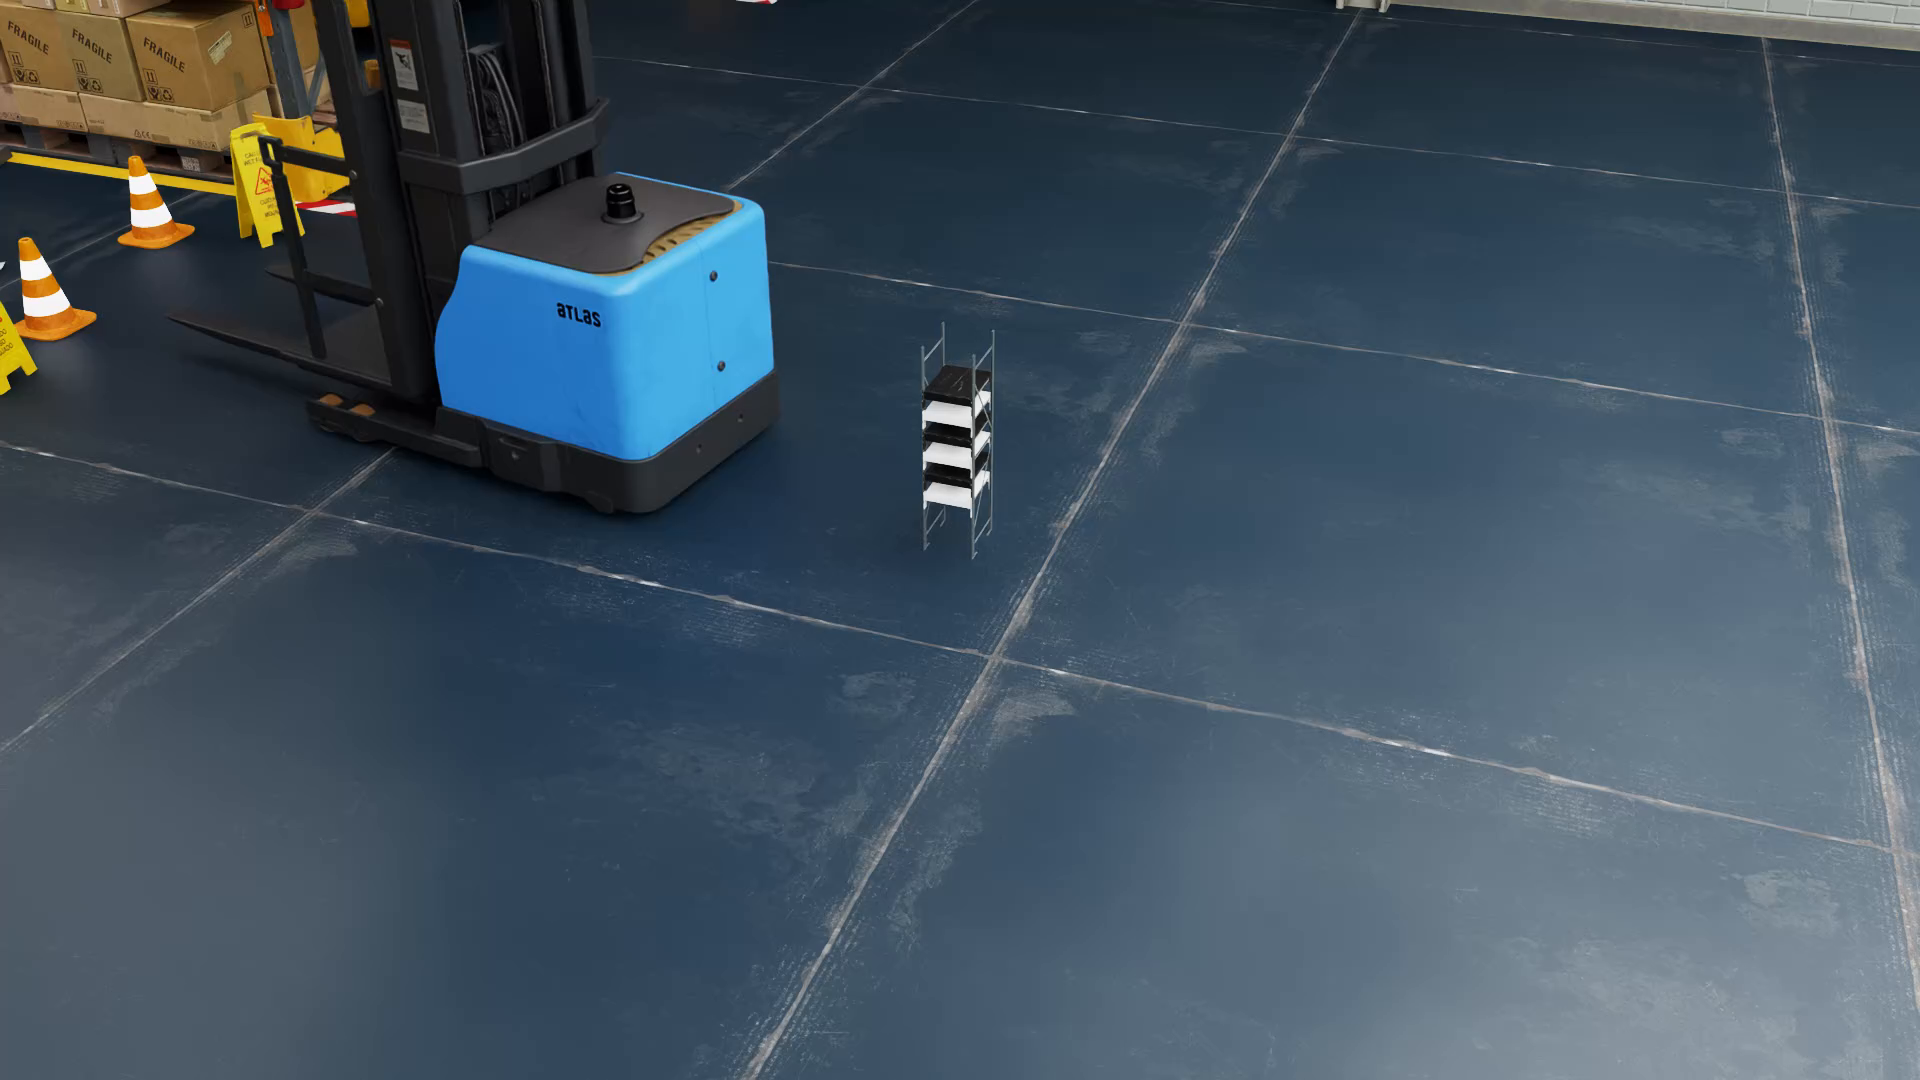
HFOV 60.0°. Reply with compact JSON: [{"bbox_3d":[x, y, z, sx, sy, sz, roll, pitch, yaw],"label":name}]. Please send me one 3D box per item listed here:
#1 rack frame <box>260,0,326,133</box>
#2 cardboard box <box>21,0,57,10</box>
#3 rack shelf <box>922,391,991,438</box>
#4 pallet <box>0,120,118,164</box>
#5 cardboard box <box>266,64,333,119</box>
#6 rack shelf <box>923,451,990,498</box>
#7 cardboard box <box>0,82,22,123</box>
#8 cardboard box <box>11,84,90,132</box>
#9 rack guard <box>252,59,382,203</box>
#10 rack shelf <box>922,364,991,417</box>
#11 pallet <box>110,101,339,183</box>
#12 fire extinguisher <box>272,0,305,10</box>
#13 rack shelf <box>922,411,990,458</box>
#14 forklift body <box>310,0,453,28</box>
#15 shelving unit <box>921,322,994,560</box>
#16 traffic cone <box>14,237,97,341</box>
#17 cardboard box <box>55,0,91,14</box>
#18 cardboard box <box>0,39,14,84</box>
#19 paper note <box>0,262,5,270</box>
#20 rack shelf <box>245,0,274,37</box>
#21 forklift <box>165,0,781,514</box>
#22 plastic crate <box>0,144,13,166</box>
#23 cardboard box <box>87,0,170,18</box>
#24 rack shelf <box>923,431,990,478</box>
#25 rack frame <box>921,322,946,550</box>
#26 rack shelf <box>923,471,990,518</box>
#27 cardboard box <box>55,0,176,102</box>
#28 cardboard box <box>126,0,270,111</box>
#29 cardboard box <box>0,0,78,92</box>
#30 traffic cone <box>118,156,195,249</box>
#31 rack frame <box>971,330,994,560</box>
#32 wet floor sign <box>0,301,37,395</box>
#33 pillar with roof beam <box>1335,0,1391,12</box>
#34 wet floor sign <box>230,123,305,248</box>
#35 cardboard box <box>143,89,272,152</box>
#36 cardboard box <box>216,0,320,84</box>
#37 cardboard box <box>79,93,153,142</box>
[{"bbox_3d":[-3.707,-3.561,9.501,0.127,3.000,1.000,11,34,16],"label":"rack frame"},{"bbox_3d":[-5.400,-3.313,9.975,0.250,0.149,0.380,12,35,19],"label":"cardboard box"},{"bbox_3d":[-0.008,-0.503,6.429,0.200,0.077,0.258,11,34,16],"label":"rack shelf"},{"bbox_3d":[-5.676,-2.795,10.884,1.213,0.211,1.003,11,34,16],"label":"pallet"},{"bbox_3d":[-4.373,-2.871,10.580,0.500,0.250,0.500,11,34,16],"label":"cardboard box"},{"bbox_3d":[-0.008,-0.276,6.575,0.200,0.077,0.258,11,34,16],"label":"rack shelf"},{"bbox_3d":[-6.002,-2.881,10.595,0.500,0.250,0.500,11,34,16],"label":"cardboard box"},{"bbox_3d":[-5.538,-2.785,10.446,0.500,0.250,0.500,10,34,15],"label":"cardboard box"},{"bbox_3d":[-3.779,-2.525,10.200,0.348,0.500,1.175,11,34,16],"label":"rack guard"},{"bbox_3d":[-0.008,-0.578,6.380,0.200,0.077,0.258,11,34,16],"label":"rack shelf"},{"bbox_3d":[-4.531,-2.571,10.537,1.213,0.211,1.003,11,34,16],"label":"pallet"},{"bbox_3d":[-3.755,-3.273,9.125,0.183,0.674,0.296,11,34,16],"label":"fire extinguisher"},{"bbox_3d":[-0.008,-0.427,6.477,0.200,0.077,0.258,11,34,16],"label":"rack shelf"},{"bbox_3d":[-4.436,-5.155,12.752,1.214,2.155,2.313,11,34,16],"label":"forklift body"},{"bbox_3d":[-0.008,-0.380,6.508,0.210,0.900,0.258,11,34,16],"label":"shelving unit"},{"bbox_3d":[-4.601,-1.287,8.316,0.334,0.463,0.336,11,34,16],"label":"traffic cone"},{"bbox_3d":[-5.153,-3.264,9.899,0.250,0.149,0.380,12,35,17],"label":"cardboard box"},{"bbox_3d":[-6.013,-3.196,10.391,0.500,0.500,0.500,13,35,19],"label":"cardboard box"},{"bbox_3d":[-5.268,-1.471,9.000,0.142,0.019,0.148,0,33,0],"label":"paper note"},{"bbox_3d":[-5.590,-3.625,10.263,4.000,0.370,1.077,11,34,16],"label":"rack shelf"},{"bbox_3d":[-2.351,-1.901,6.993,3.031,2.935,1.130,16,36,24],"label":"forklift"},{"bbox_3d":[-6.271,-2.361,10.333,0.583,0.080,0.402,0,33,0],"label":"plastic crate"},{"bbox_3d":[-4.917,-3.217,9.825,0.250,0.149,0.380,12,35,18],"label":"cardboard box"},{"bbox_3d":[-0.008,-0.352,6.526,0.200,0.077,0.258,11,34,16],"label":"rack shelf"},{"bbox_3d":[-0.103,-0.398,6.537,0.006,0.900,0.240,11,34,16],"label":"rack frame"},{"bbox_3d":[-0.008,-0.200,6.624,0.200,0.077,0.258,11,34,16],"label":"rack shelf"},{"bbox_3d":[-5.042,-3.005,10.095,0.500,0.500,0.500,12,35,18],"label":"cardboard box"},{"bbox_3d":[-4.549,-2.911,9.950,0.500,0.500,0.500,11,35,17],"label":"cardboard box"},{"bbox_3d":[-5.514,-3.101,10.244,0.500,0.500,0.500,10,34,15],"label":"cardboard box"},{"bbox_3d":[-4.547,-1.916,9.290,0.334,0.463,0.336,11,34,16],"label":"traffic cone"},{"bbox_3d":[0.088,-0.361,6.479,0.006,0.900,0.240,11,34,16],"label":"rack frame"},{"bbox_3d":[-4.587,-1.032,7.753,0.232,0.644,0.267,5,33,8],"label":"wet floor sign"},{"bbox_3d":[1.809,-5.908,7.605,0.400,9.000,9.100,11,34,16],"label":"pillar with roof beam"},{"bbox_3d":[-3.889,-1.991,9.239,0.232,0.644,0.267,24,40,32],"label":"wet floor sign"},{"bbox_3d":[-4.581,-2.598,10.156,0.500,0.250,0.500,11,34,16],"label":"cardboard box"},{"bbox_3d":[-4.396,-3.191,10.383,0.500,0.500,0.500,10,34,15],"label":"cardboard box"},{"bbox_3d":[-5.044,-2.692,10.302,0.500,0.250,0.500,11,34,17],"label":"cardboard box"}]
